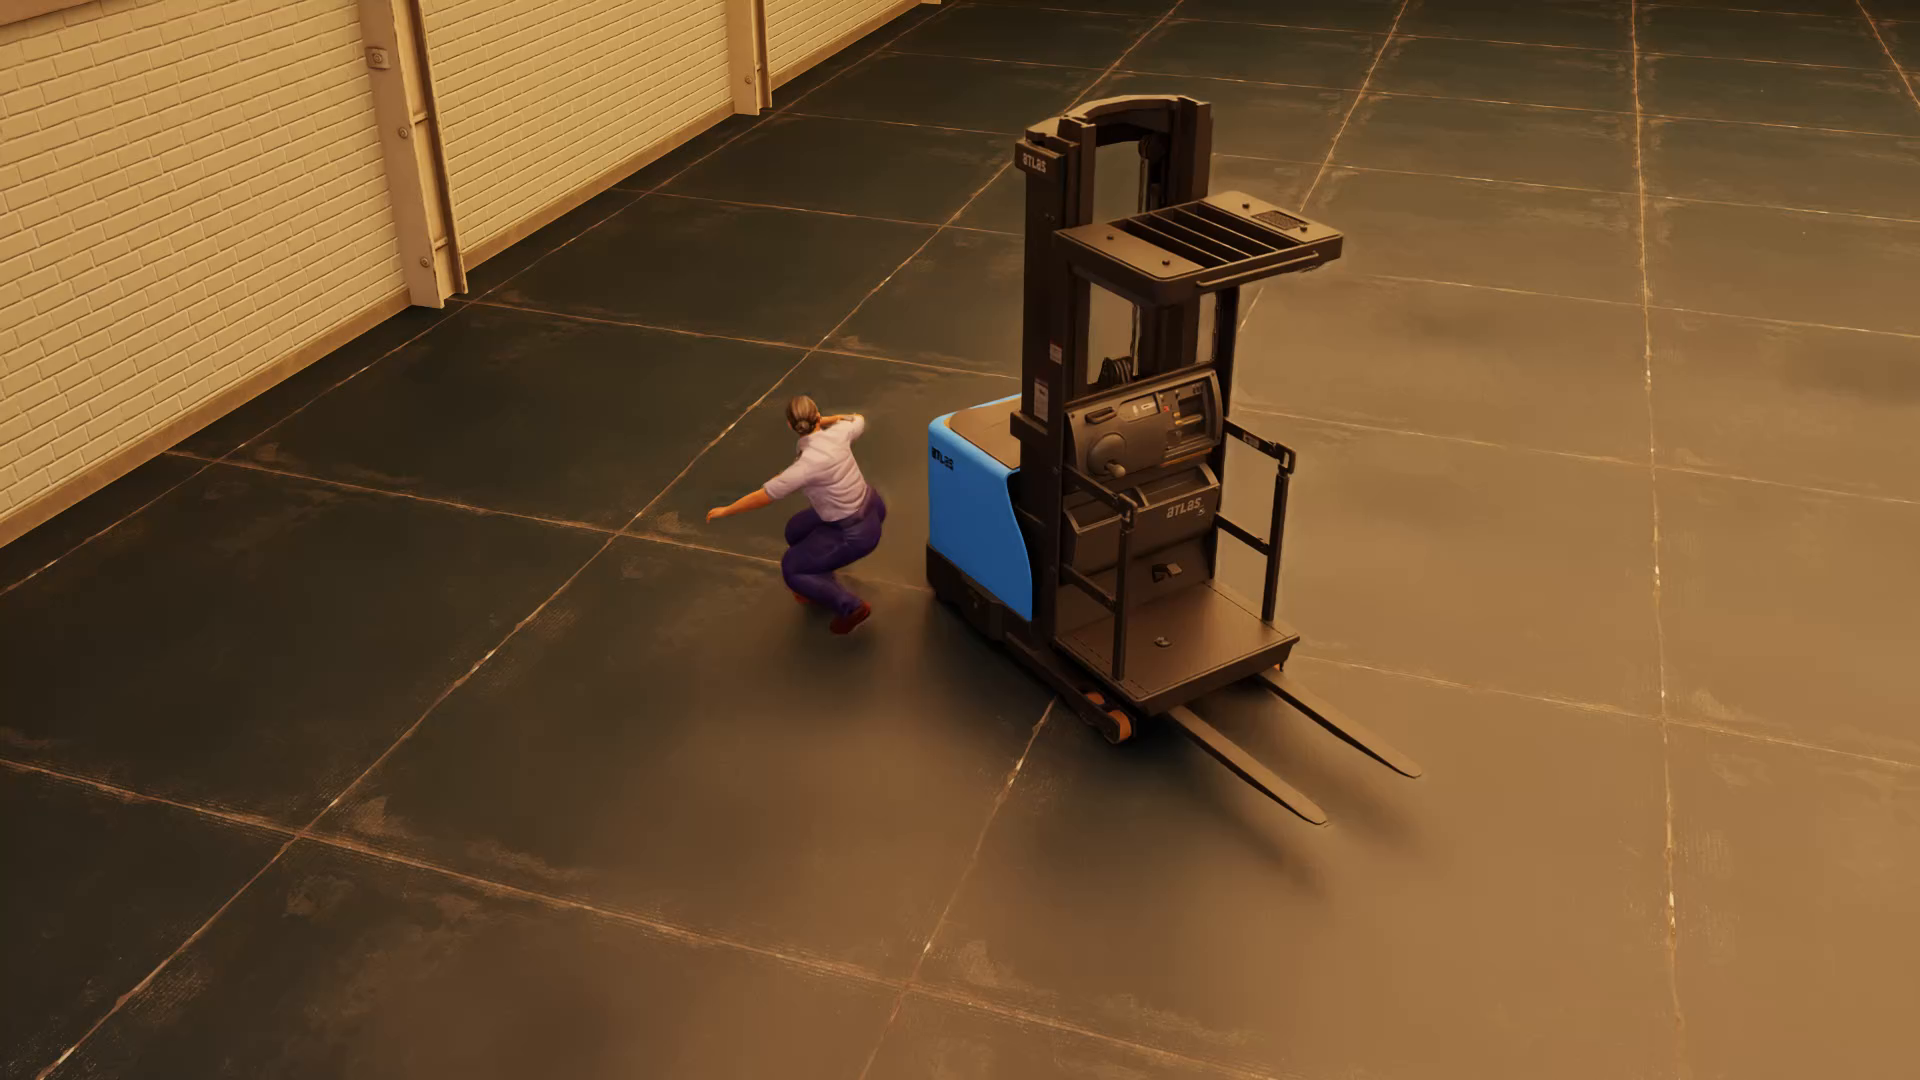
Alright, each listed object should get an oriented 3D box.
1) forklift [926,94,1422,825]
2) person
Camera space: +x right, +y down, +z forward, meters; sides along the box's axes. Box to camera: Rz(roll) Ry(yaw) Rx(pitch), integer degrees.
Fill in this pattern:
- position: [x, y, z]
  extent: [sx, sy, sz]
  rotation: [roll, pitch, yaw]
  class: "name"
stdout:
- position: [1.041, -0.526, 8.059]
  extent: [1.130, 2.935, 3.031]
  rotation: [-18, 34, -29]
  class: "forklift"
- position: [-0.857, -0.172, 9.030]
  extent: [0.922, 1.382, 0.730]
  rotation: [6, 30, 10]
  class: "person"
